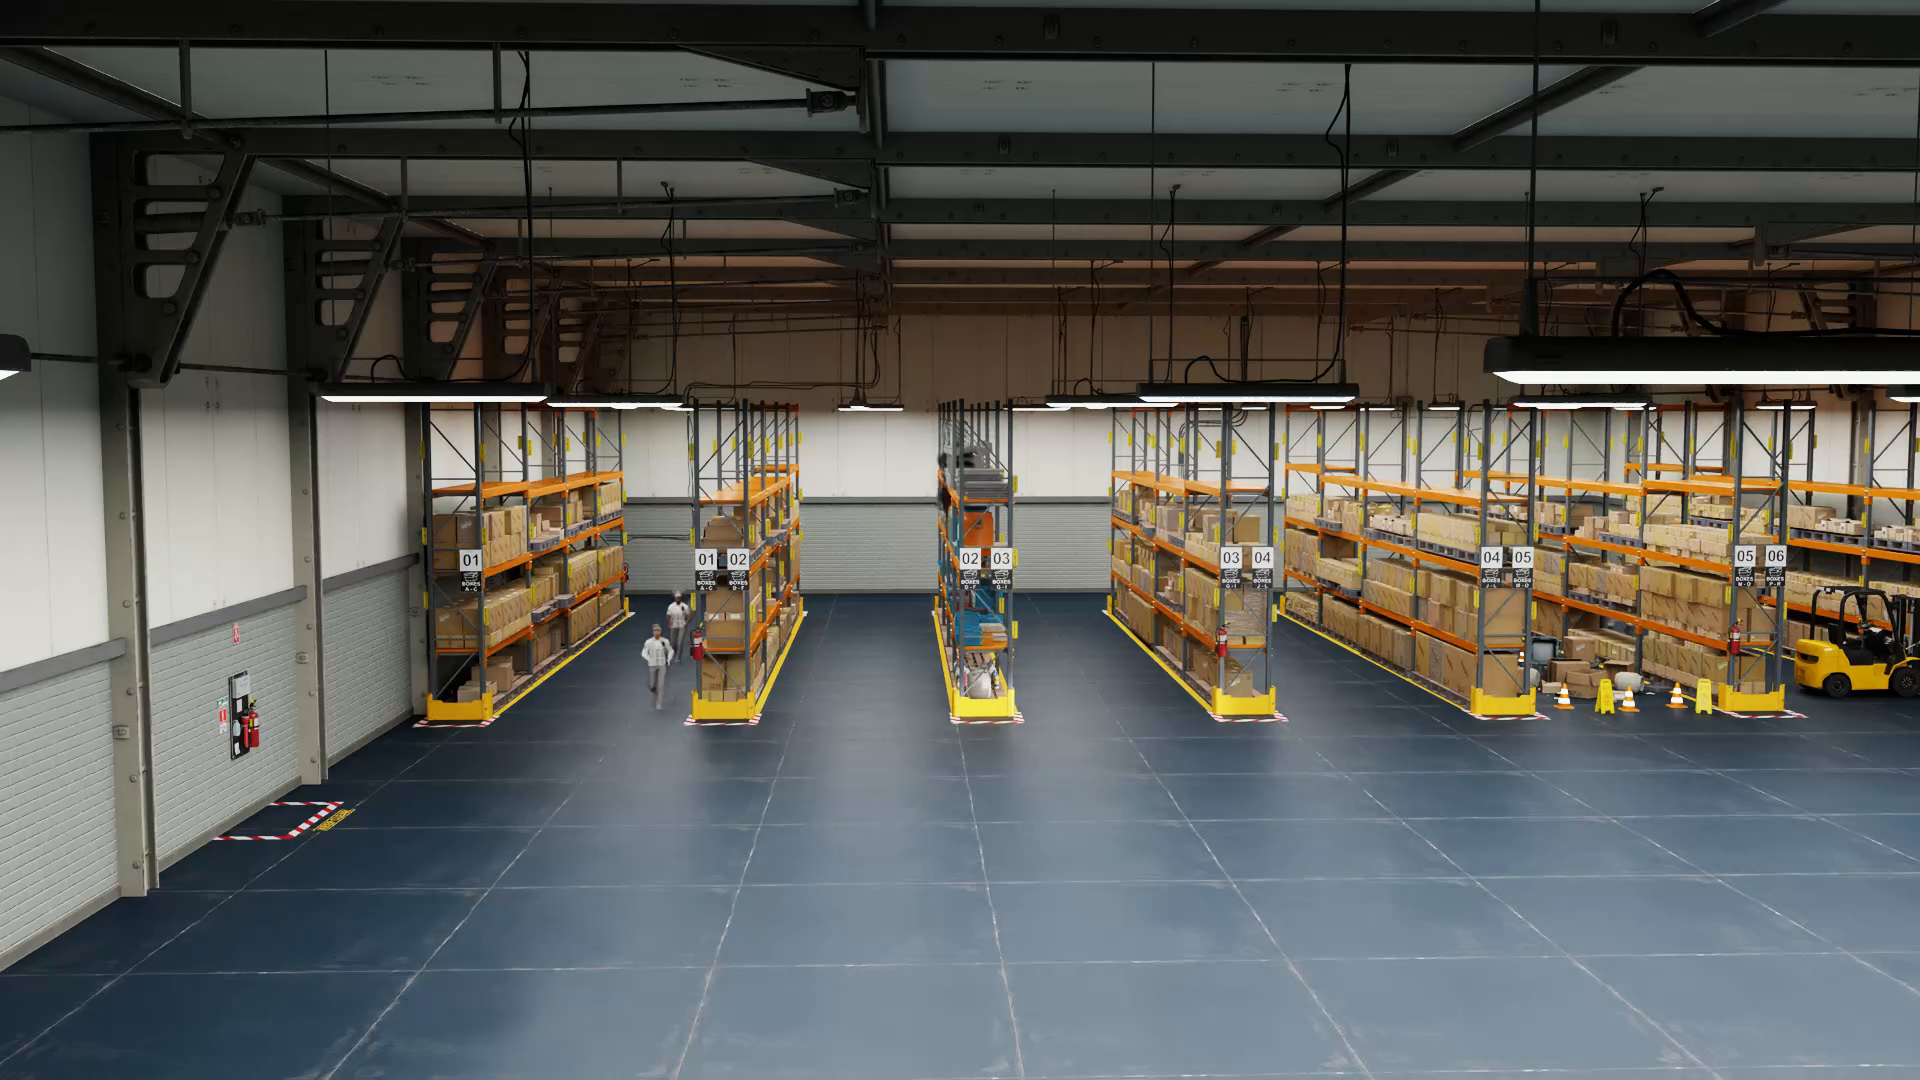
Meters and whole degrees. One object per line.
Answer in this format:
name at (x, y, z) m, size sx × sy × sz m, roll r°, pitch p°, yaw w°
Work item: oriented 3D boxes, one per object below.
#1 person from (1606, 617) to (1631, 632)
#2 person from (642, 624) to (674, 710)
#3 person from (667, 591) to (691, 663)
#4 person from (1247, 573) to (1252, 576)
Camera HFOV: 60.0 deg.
person at (16.786, 1.642, 42.469) m, size 0.659 × 1.771 × 1.020 m, roll -1°, pitch 4°, yaw -11°
person at (-5.867, 2.437, 32.322) m, size 0.624 × 1.651 × 0.728 m, roll -1°, pitch 4°, yaw -8°
person at (-6.463, 1.996, 38.233) m, size 0.562 × 1.650 × 0.589 m, roll 0°, pitch 4°, yaw -5°
person at (8.598, 1.177, 48.547) m, size 0.711 × 1.737 × 0.607 m, roll 2°, pitch 5°, yaw 26°
